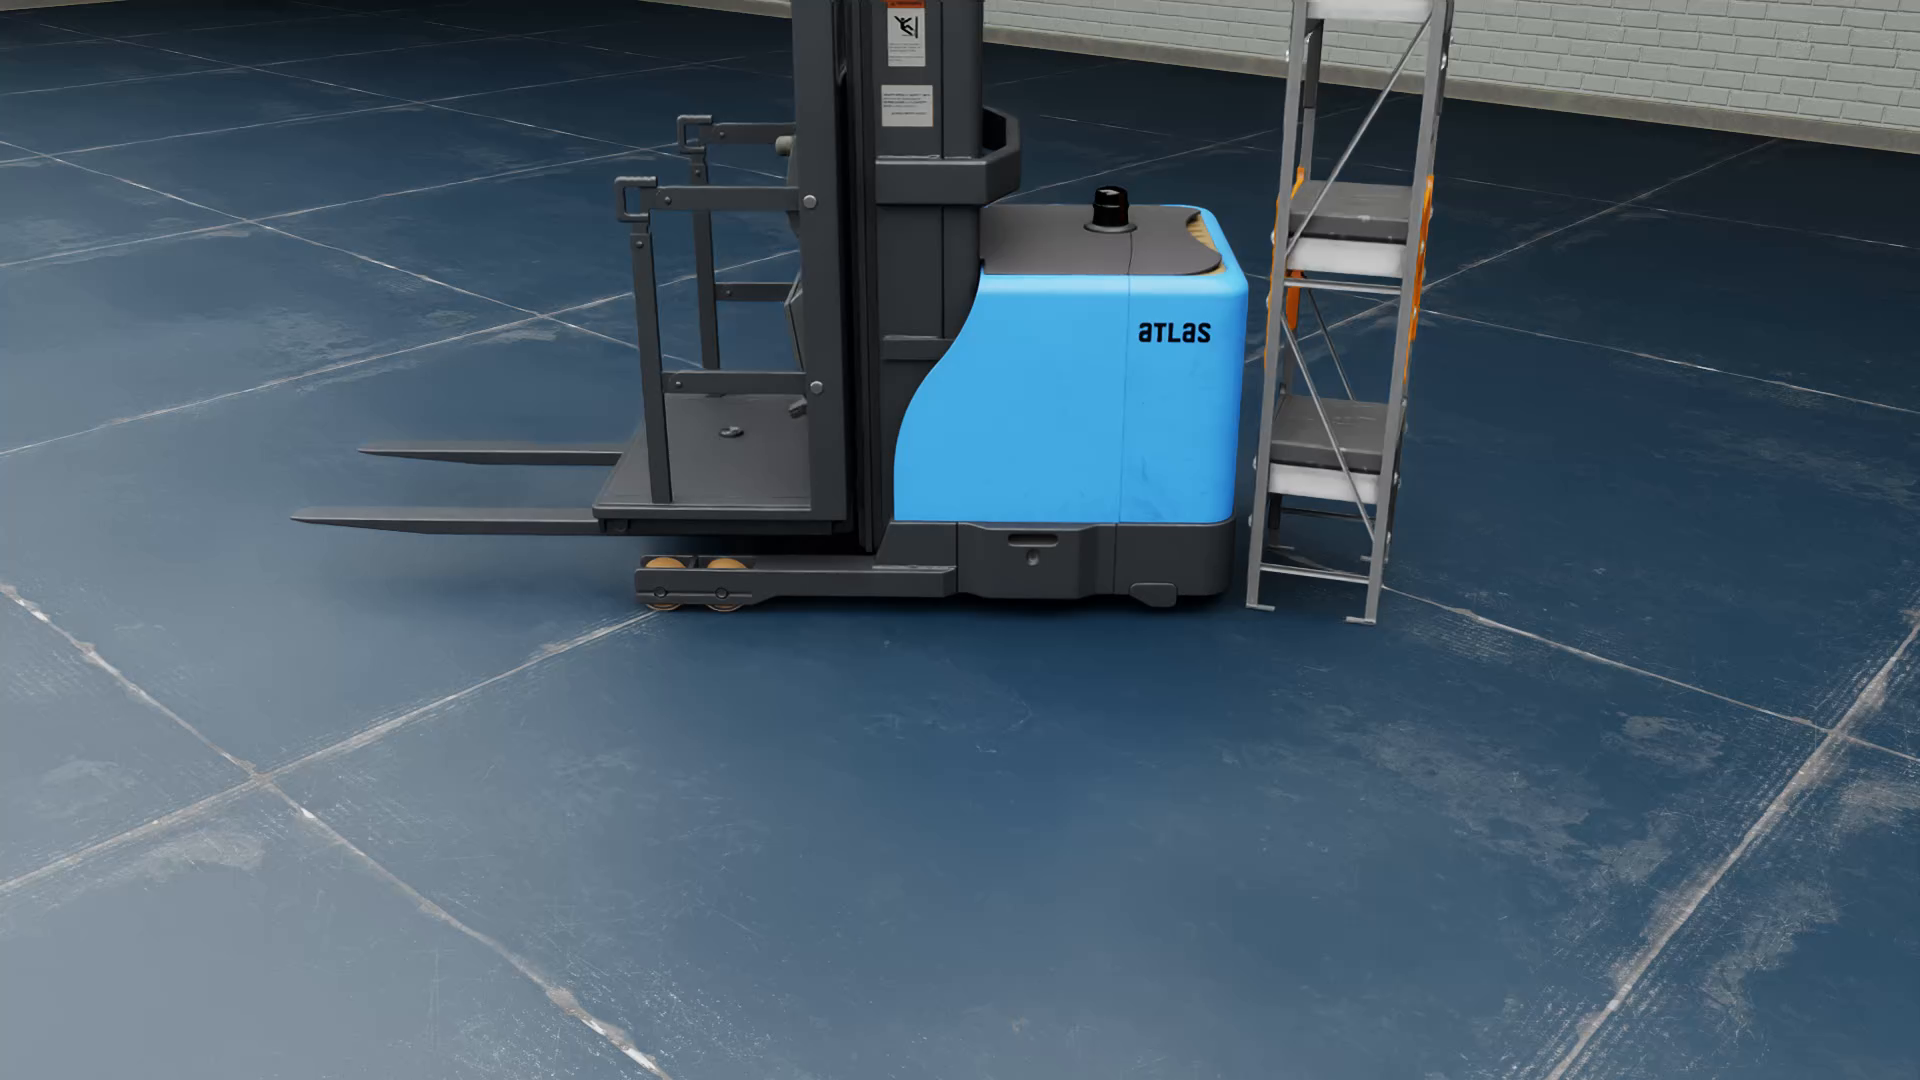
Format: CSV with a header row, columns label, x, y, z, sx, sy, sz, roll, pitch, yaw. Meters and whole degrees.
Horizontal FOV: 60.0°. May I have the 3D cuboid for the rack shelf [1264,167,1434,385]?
label,x,y,z,sx,sy,sz,roll,pitch,yaw
rack shelf,1.174,-0.806,5.008,0.431,0.518,0.480,7,25,16

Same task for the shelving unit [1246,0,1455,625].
label,x,y,z,sx,sy,sz,roll,pitch,yaw
shelving unit,1.174,-0.819,5.002,0.431,2.100,0.503,7,25,16

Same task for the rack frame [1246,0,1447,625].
label,x,y,z,sx,sy,sz,roll,pitch,yaw
rack frame,1.100,-0.726,4.789,0.400,2.100,0.015,7,25,16

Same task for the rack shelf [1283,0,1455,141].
label,x,y,z,sx,sy,sz,roll,pitch,yaw
rack shelf,1.176,-1.448,4.728,0.431,0.518,0.480,7,25,16

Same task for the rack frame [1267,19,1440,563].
label,x,y,z,sx,sy,sz,roll,pitch,yaw
rack frame,1.247,-0.911,5.216,0.400,2.100,0.015,7,25,16

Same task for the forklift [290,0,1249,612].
label,x,y,z,sx,sy,sz,roll,pitch,yaw
forklift,-0.642,-1.326,5.125,3.031,2.935,1.130,1,24,1

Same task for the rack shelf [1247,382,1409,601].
label,x,y,z,sx,sy,sz,roll,pitch,yaw
rack shelf,1.171,-0.164,5.287,0.431,0.518,0.480,7,25,16
